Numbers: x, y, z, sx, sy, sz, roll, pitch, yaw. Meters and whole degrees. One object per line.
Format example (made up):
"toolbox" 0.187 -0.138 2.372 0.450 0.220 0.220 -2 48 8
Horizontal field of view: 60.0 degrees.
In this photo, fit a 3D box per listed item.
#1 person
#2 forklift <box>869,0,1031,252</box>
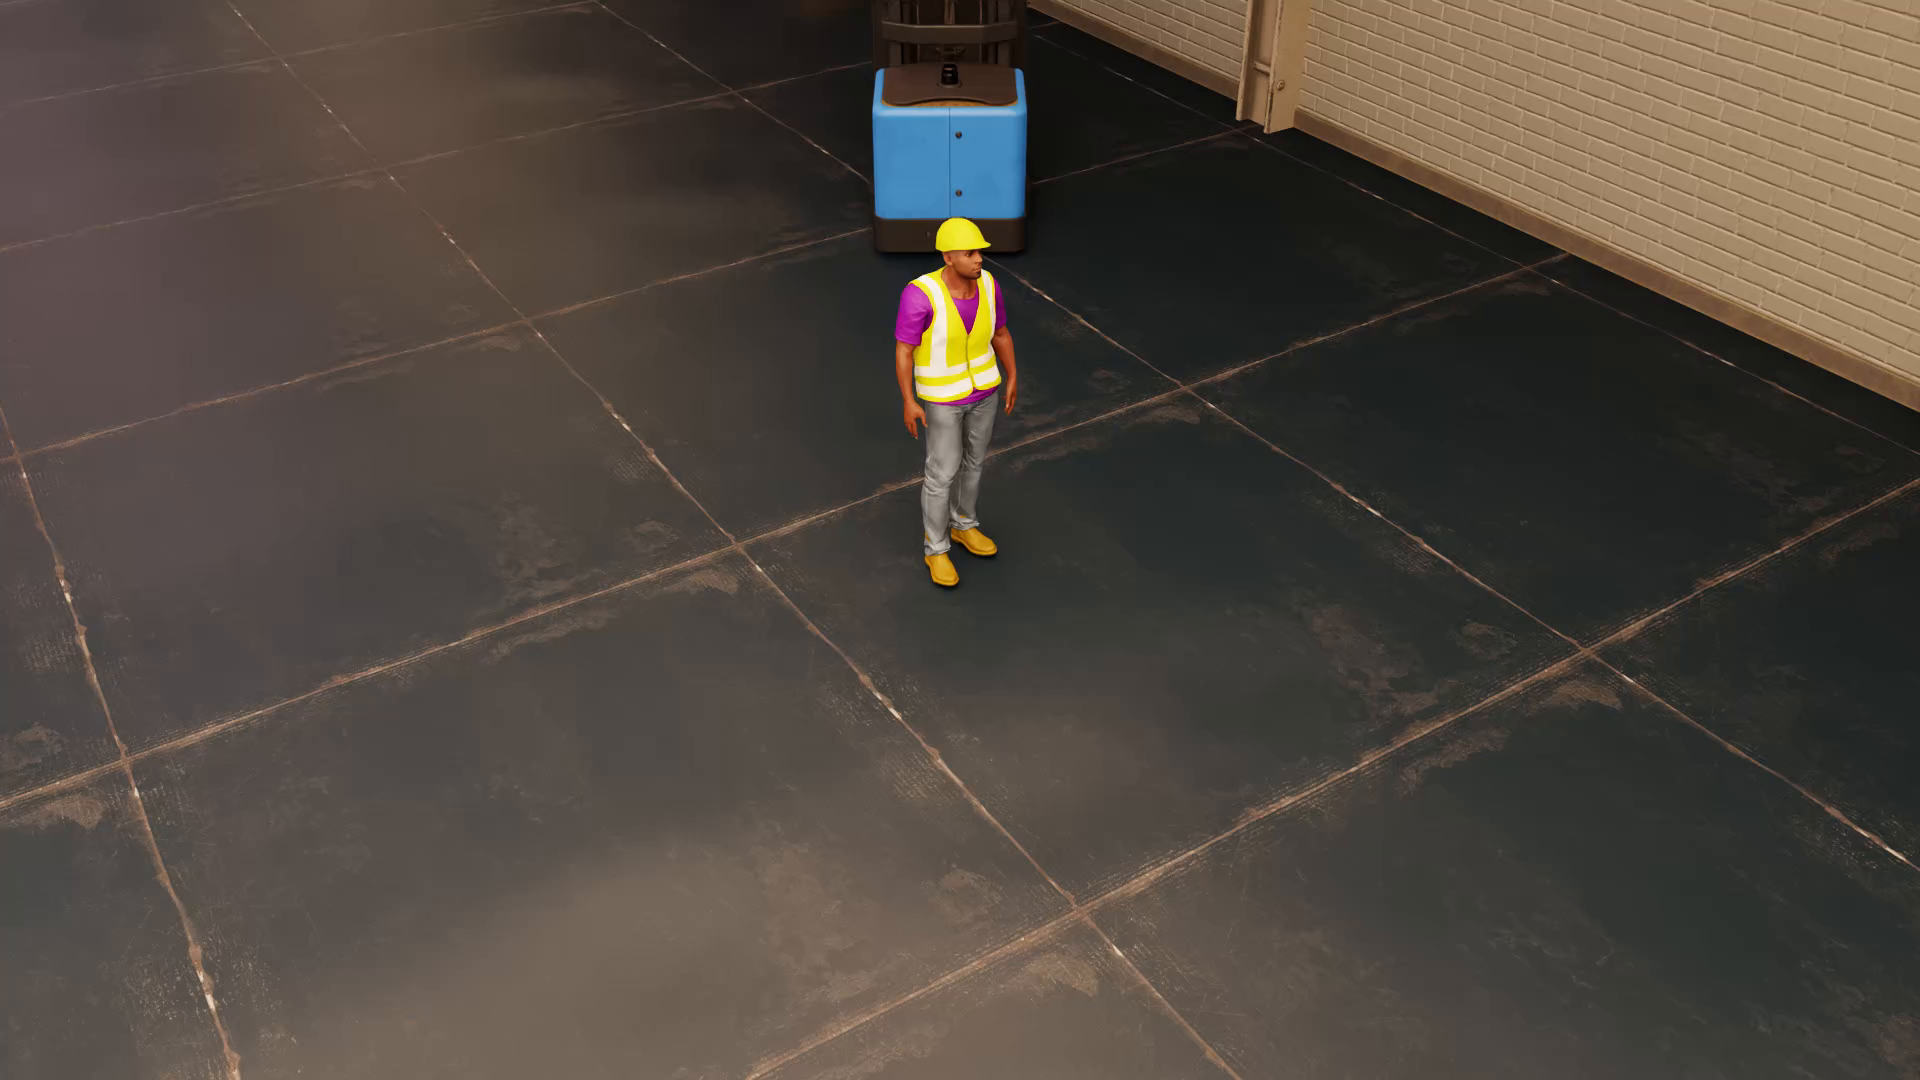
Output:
"person" 0.034 -0.693 8.135 0.666 1.768 0.575 -21 40 -27
"forklift" -0.076 -3.980 11.812 1.130 2.935 3.031 0 35 0
